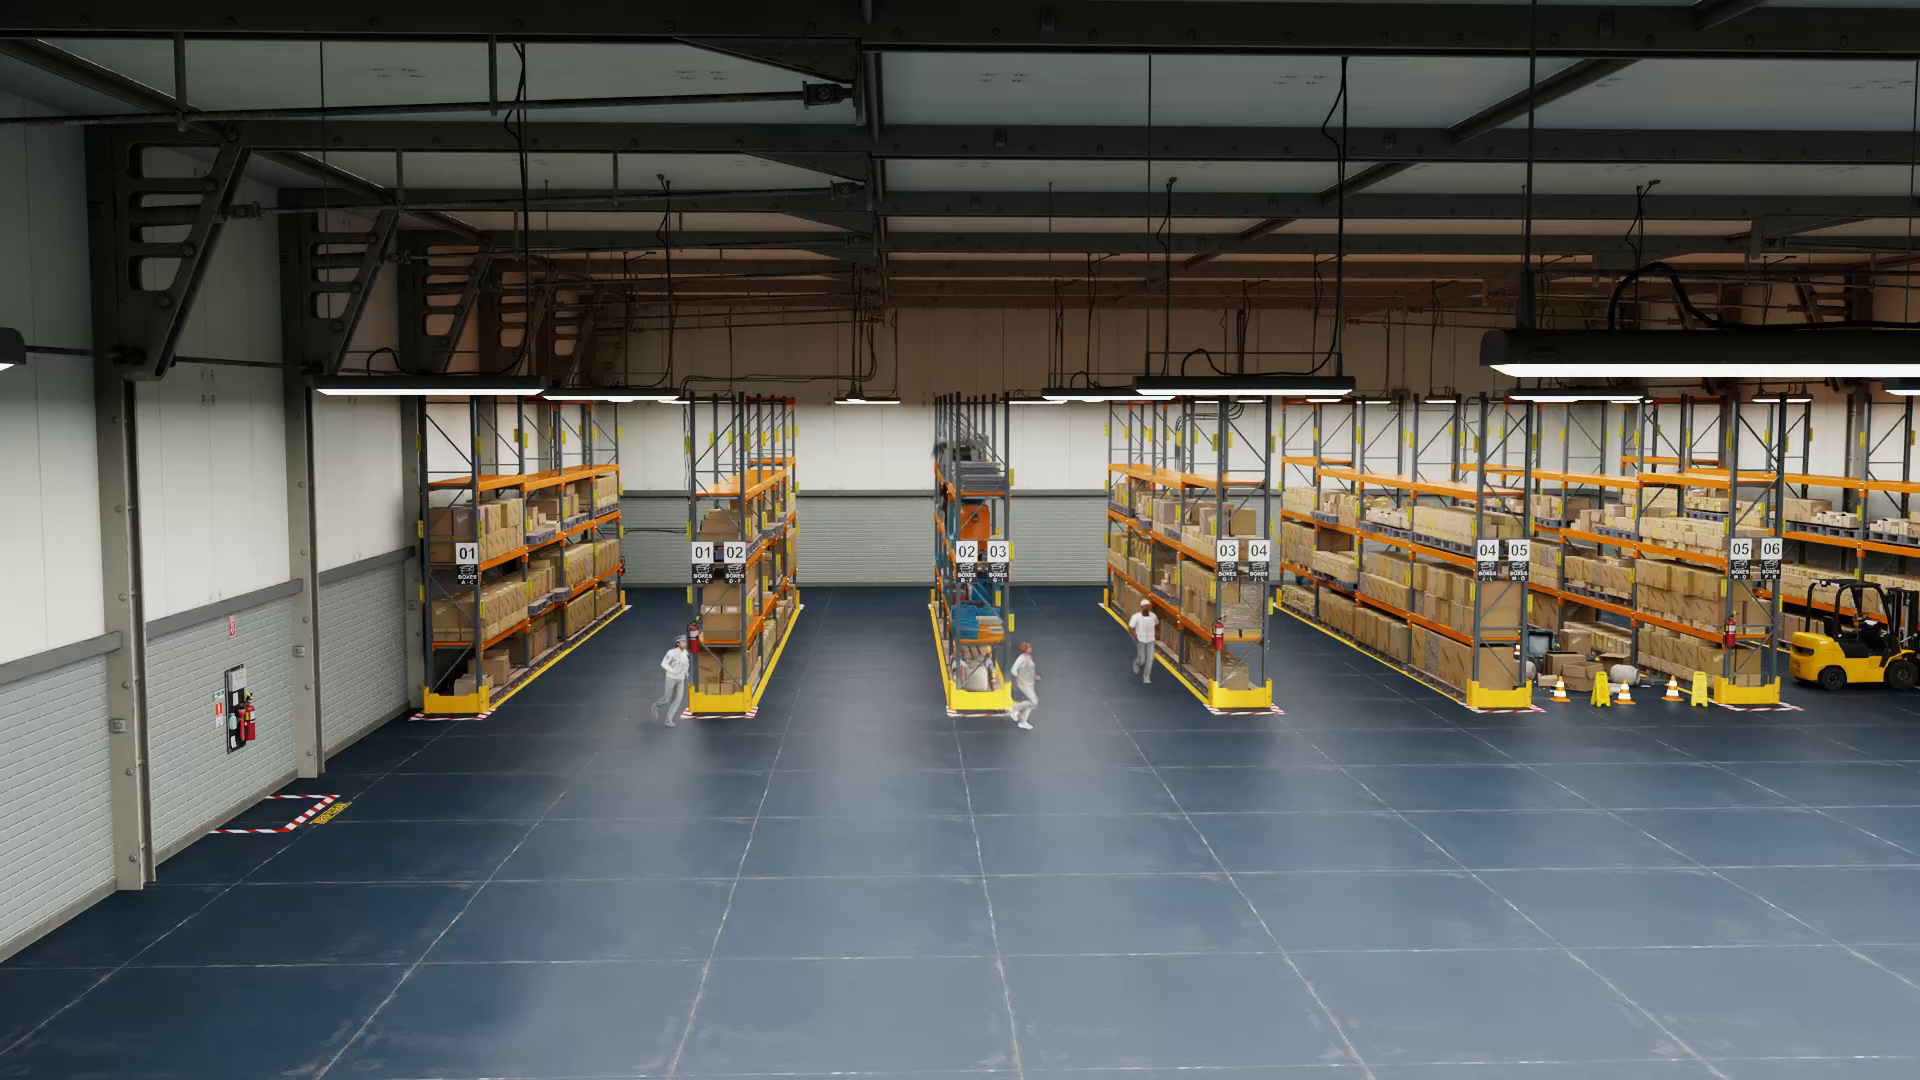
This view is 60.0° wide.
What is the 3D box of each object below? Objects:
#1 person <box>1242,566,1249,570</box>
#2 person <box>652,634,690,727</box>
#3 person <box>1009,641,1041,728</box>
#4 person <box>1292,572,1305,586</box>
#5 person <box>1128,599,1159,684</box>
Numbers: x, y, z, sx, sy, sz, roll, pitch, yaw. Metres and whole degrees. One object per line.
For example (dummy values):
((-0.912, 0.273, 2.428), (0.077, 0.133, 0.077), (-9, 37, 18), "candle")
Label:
((8.004, 1.026, 48.004), (0.782, 1.745, 0.593), (4, 6, 40), "person")
((-5.159, 2.508, 30.121), (0.647, 1.631, 0.774), (-4, 6, -41), "person")
((1.166, 2.582, 29.614), (0.543, 1.556, 0.545), (2, 5, 24), "person")
((10.102, 1.026, 48.996), (0.638, 1.590, 0.566), (-1, 5, -7), "person")
((3.847, 2.097, 34.527), (0.700, 1.739, 0.801), (-1, 5, -11), "person")
